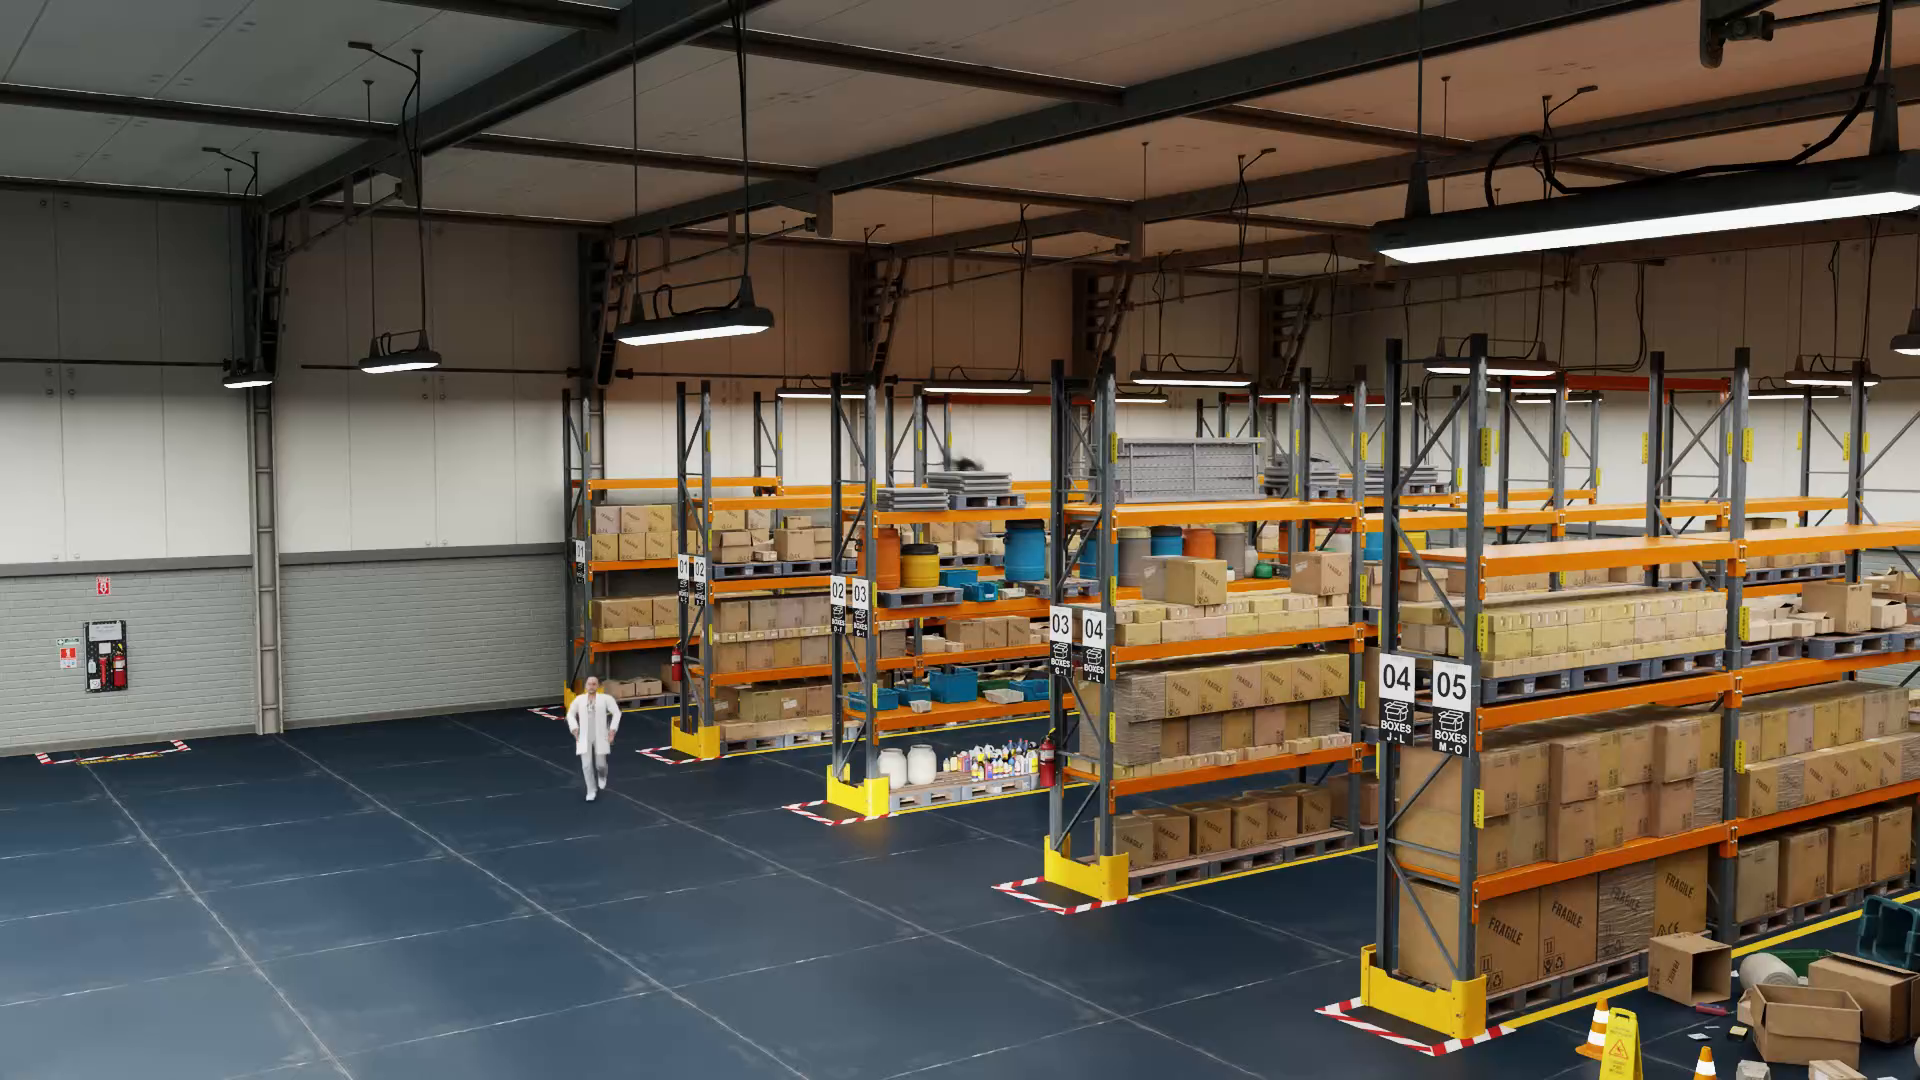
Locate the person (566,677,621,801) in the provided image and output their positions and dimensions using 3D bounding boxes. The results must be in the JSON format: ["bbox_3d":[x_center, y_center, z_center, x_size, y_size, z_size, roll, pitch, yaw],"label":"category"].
[{"bbox_3d":[-5.183,2.785,23.533,0.756,1.728,0.685,0,4,-6],"label":"person"}]
